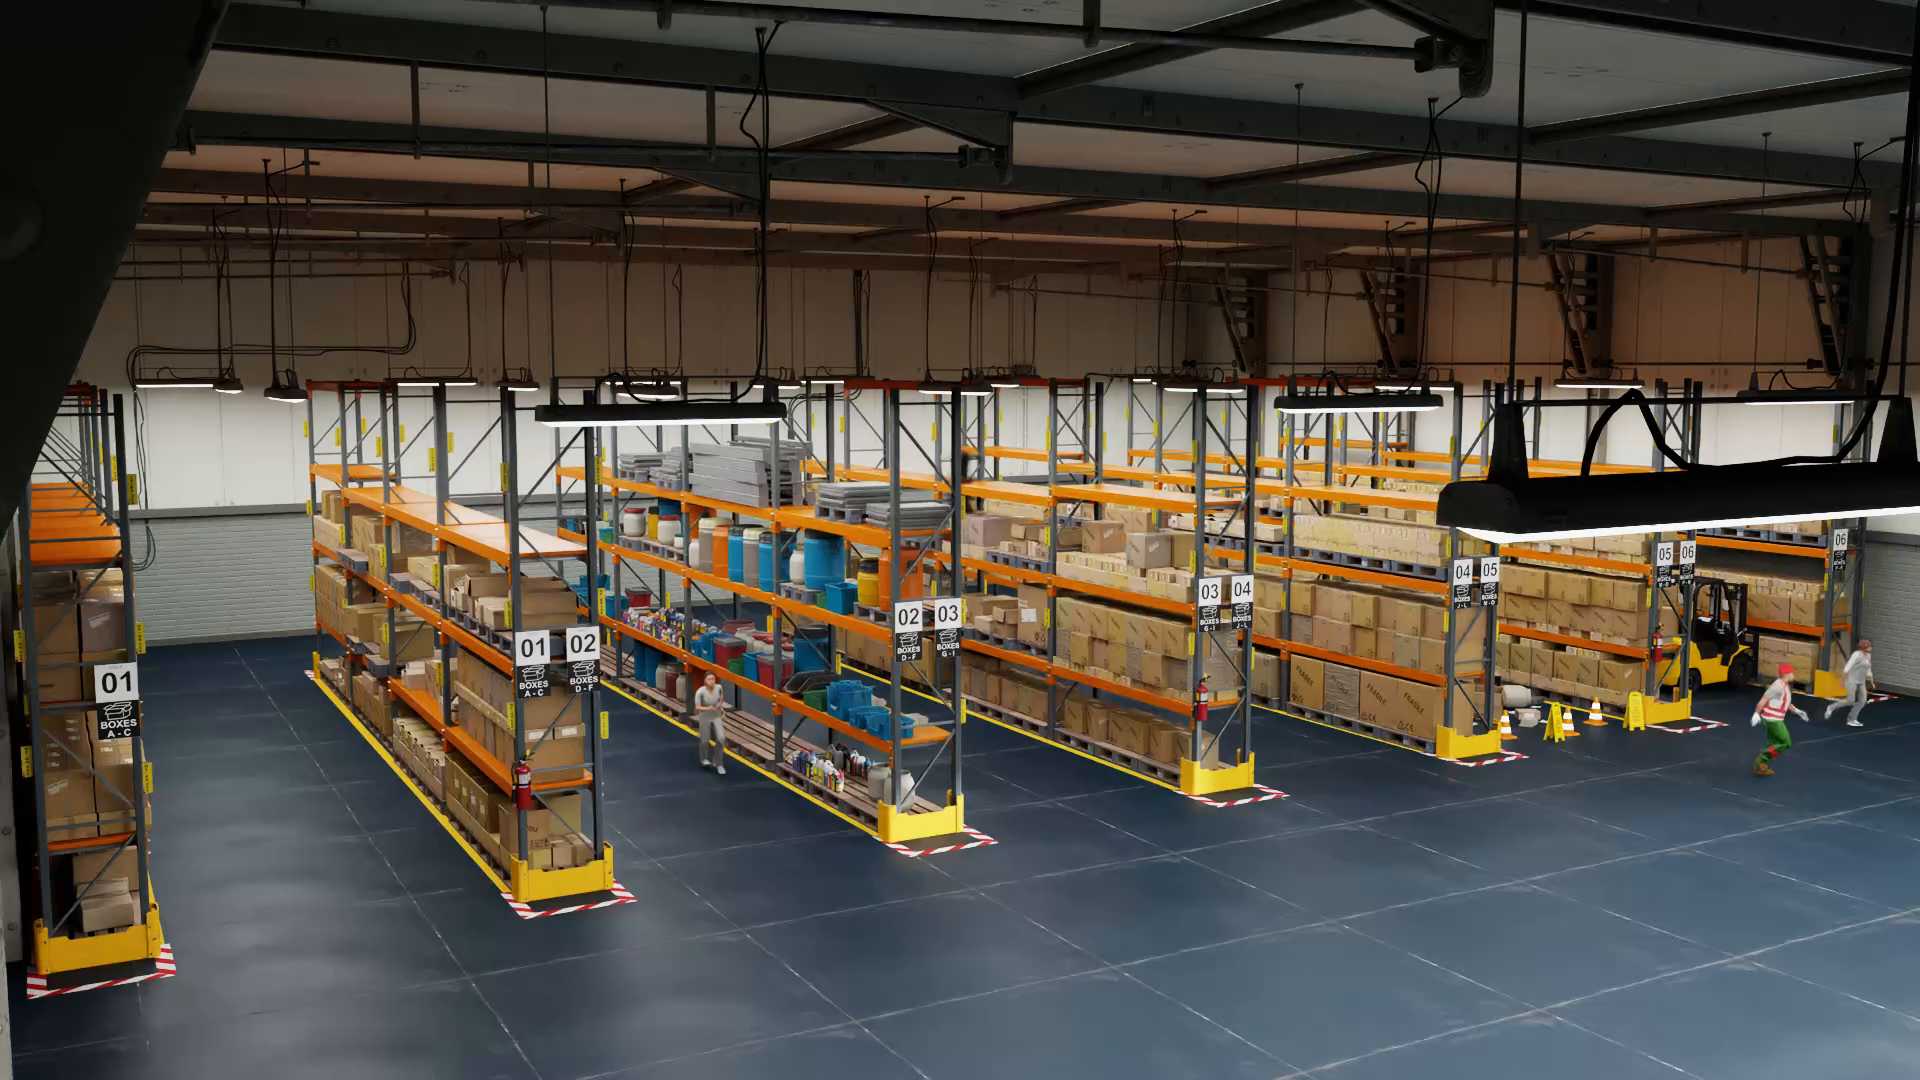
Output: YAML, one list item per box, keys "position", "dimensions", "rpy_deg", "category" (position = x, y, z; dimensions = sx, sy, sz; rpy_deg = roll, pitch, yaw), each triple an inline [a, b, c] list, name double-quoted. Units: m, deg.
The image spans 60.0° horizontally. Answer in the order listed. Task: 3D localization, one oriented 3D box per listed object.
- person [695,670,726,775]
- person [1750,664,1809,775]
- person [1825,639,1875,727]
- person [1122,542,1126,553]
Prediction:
- position: [-3.869, 2.787, 25.692]
  dimensions: [0.496, 1.613, 0.928]
  rpy_deg: [-2, 6, -19]
  category: "person"
- position: [12.533, 2.754, 25.423]
  dimensions: [0.765, 1.727, 0.669]
  rpy_deg: [4, 7, 30]
  category: "person"
- position: [15.577, 2.469, 29.093]
  dimensions: [0.596, 1.537, 0.609]
  rpy_deg: [-4, 7, -31]
  category: "person"
- position: [4.521, 0.768, 44.494]
  dimensions: [0.710, 1.744, 0.563]
  rpy_deg: [-2, 6, -14]
  category: "person"
